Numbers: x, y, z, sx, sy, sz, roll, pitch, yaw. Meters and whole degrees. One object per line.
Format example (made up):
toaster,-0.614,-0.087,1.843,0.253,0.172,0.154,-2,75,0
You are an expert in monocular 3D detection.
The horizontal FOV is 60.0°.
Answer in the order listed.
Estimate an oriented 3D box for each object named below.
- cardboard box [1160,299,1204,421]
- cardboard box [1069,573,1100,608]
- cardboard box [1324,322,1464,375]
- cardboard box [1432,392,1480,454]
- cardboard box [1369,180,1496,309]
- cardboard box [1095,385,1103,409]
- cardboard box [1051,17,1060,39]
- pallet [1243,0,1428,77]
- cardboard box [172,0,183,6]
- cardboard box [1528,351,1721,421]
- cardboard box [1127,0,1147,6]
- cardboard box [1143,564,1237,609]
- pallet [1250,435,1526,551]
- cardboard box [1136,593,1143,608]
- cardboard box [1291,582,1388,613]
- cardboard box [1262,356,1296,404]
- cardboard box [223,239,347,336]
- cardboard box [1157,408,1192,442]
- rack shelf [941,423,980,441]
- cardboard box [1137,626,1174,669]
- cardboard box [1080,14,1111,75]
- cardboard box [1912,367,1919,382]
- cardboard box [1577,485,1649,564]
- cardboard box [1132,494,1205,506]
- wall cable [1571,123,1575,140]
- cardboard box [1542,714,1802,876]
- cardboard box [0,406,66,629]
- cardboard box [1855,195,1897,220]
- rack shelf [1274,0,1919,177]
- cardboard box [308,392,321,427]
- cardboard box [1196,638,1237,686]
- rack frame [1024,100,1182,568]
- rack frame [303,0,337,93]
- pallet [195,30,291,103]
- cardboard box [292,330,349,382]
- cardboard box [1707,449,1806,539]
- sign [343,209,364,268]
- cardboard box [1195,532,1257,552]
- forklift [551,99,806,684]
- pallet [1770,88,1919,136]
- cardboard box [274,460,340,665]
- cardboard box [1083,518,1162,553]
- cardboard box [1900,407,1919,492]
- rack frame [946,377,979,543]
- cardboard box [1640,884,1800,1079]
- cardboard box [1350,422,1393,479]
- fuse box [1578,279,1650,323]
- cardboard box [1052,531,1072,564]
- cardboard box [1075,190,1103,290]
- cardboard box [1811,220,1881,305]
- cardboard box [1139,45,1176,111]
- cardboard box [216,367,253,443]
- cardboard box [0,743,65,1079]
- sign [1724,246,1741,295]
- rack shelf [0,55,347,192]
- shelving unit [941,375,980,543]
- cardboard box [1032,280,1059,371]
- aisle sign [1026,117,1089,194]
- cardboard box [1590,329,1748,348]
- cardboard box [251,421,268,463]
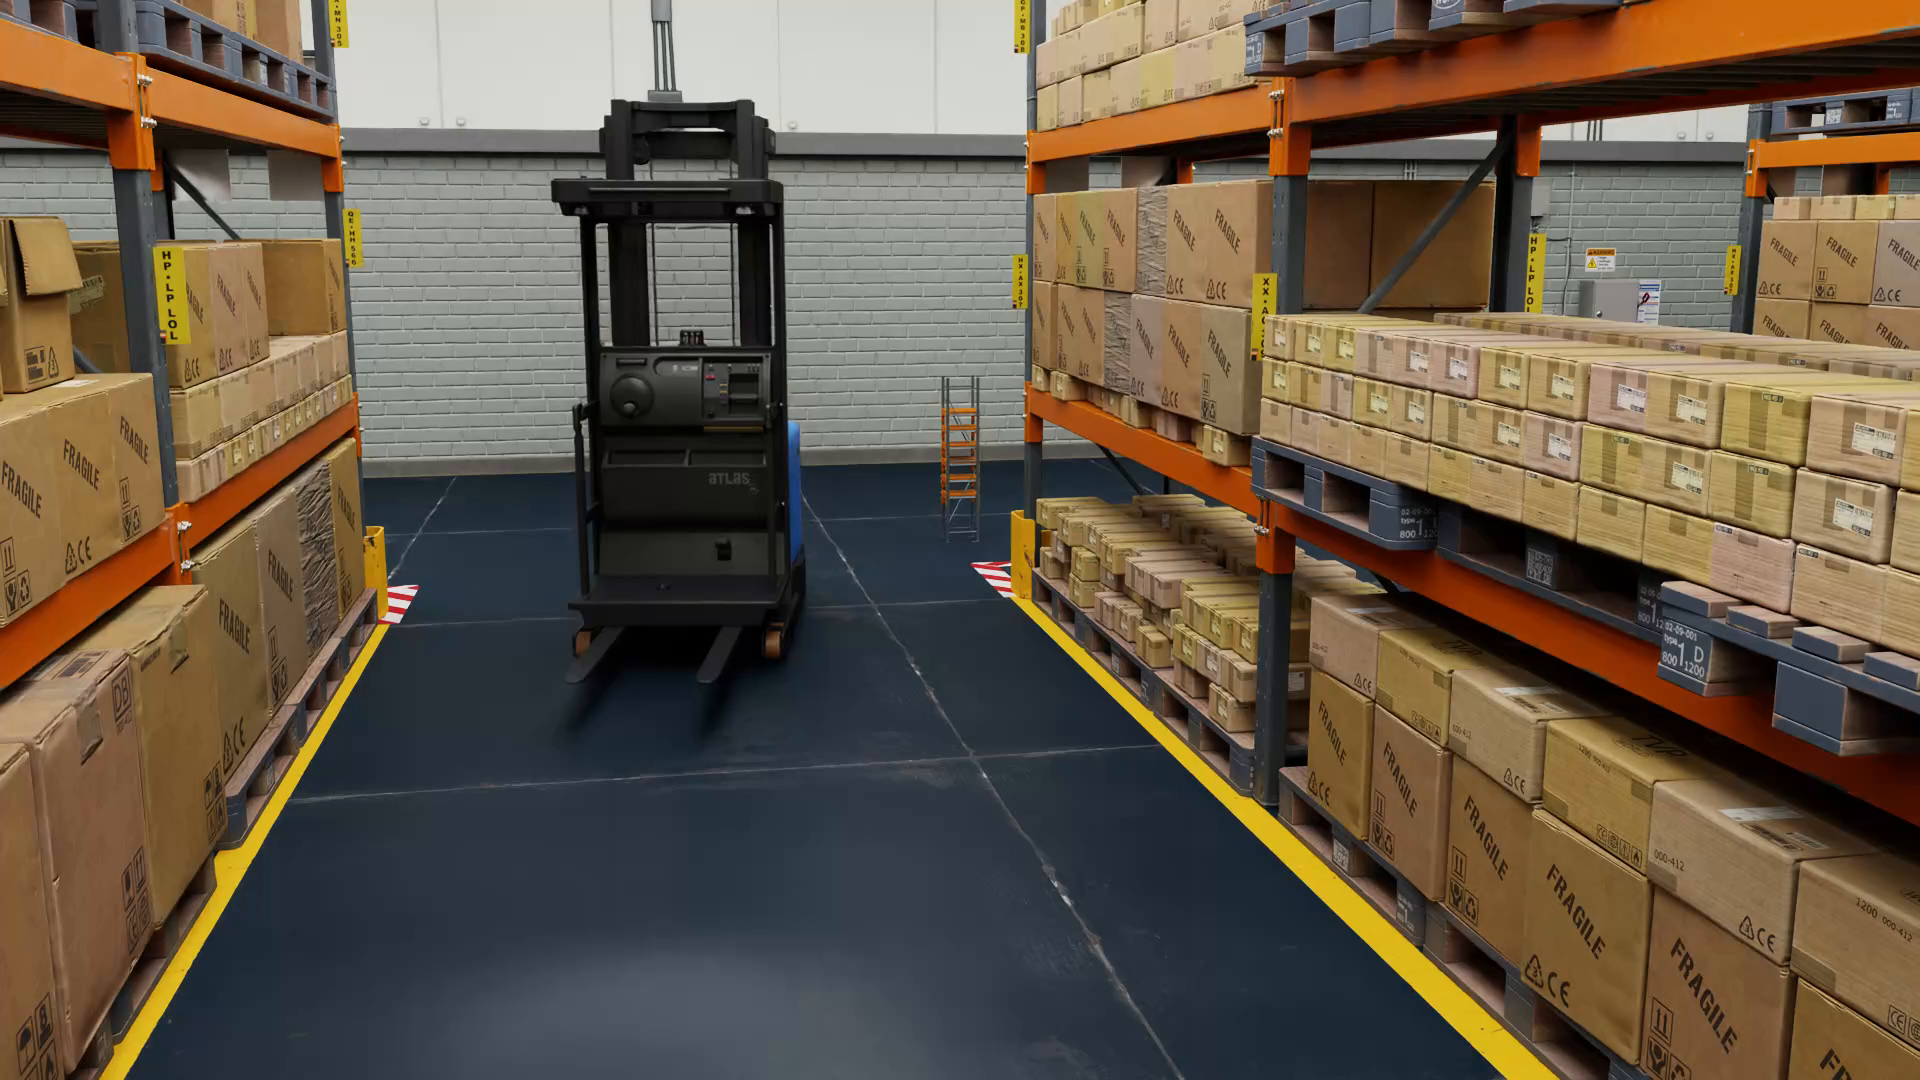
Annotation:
cardboard box,1.210,-0.806,7.346,0.500,0.500,0.500,-2,11,-13
cardboard box,0.820,0.272,9.244,0.380,0.149,0.250,-2,11,-10
cardboard box,1.414,-0.625,5.417,0.380,0.149,0.250,-2,11,-11
cardboard box,1.567,-0.337,4.696,0.380,0.149,0.250,-2,11,-12
cardboard box,1.833,-1.215,6.821,0.500,0.500,0.500,-2,11,-10
cardboard box,0.948,-0.786,8.977,0.380,0.149,0.250,-2,11,-12
cardboard box,0.743,-2.944,9.619,0.380,0.149,0.250,-2,11,-11
pallet,1.697,-1.701,5.592,1.213,0.211,1.003,-2,11,-11
cardboard box,-3.515,-2.293,6.543,0.700,0.500,0.500,-2,11,-8
cardboard box,1.665,-0.389,4.176,0.380,0.149,0.250,-2,11,-8
cardboard box,1.006,-2.608,7.851,0.380,0.149,0.250,-2,11,-12
cardboard box,1.096,0.222,7.921,0.380,0.149,0.250,-3,11,-14
pallet,1.687,-0.197,5.724,1.003,0.211,1.213,-2,11,-11
cardboard box,1.110,0.271,8.456,0.380,0.149,0.250,-2,11,-8
cardboard box,1.725,0.297,7.525,0.380,0.149,0.250,-2,11,-12
cardboard box,1.307,-0.577,5.959,0.380,0.149,0.250,-2,11,-10
cardboard box,-3.629,-1.370,8.971,0.500,0.500,0.500,-2,11,-10
cardboard box,1.138,-0.549,7.730,0.380,0.149,0.250,-3,11,-13
rack shelf,0.003,-0.779,12.034,0.258,0.103,0.180,-2,11,-11
cardboard box,1.069,0.508,8.008,0.380,0.149,0.250,-2,11,-11
cardboard box,0.923,-2.537,8.547,0.500,0.250,0.500,-2,11,-10
cardboard box,2.410,-0.313,3.778,0.380,0.149,0.250,-3,11,-13
cardboard box,1.717,-0.048,3.975,0.380,0.149,0.250,-3,11,-14
cardboard box,1.255,-0.181,10.035,0.380,0.149,0.250,-2,11,-10
wall cable,5.095,-5.376,16.376,2.355,3.000,0.029,-2,11,-11
cardboard box,1.877,0.648,4.327,0.500,0.250,0.500,-2,11,-10
cardboard box,-2.647,-0.062,4.232,0.500,0.500,0.500,-2,11,-12
cardboard box,5.664,-2.008,10.048,0.380,0.149,0.250,-2,11,-13
rack shelf,2.070,-1.190,4.330,1.077,0.370,4.000,-2,11,-11
cardboard box,-3.389,-0.645,8.234,0.380,0.149,0.250,-2,11,-12
cardboard box,1.243,0.516,7.171,0.380,0.149,0.250,-3,11,-14
rack frame,0.903,-1.171,10.325,1.000,3.000,0.127,-2,11,-11
rack frame,-3.982,-3.956,8.914,1.000,3.000,0.127,-2,11,-11
pallet,-3.586,-2.079,7.312,1.003,0.211,1.213,-2,11,-11
cardboard box,-3.627,-1.002,9.045,0.500,0.250,0.500,-2,11,-12
cardboard box,1.809,-0.104,3.471,0.380,0.149,0.250,-2,11,-10
sign,-3.447,-1.711,9.434,0.100,0.325,0.005,-2,11,-11
cardboard box,1.460,0.060,8.771,0.380,0.149,0.250,-3,11,-13
forklift,-1.488,-0.854,8.843,1.130,2.935,3.031,0,11,-1
pallet,5.894,-2.664,10.383,1.003,0.211,1.213,-2,11,-11
cardboard box,-3.602,0.110,8.156,0.875,0.875,0.875,-2,11,-11
cardboard box,0.896,-0.021,9.194,0.380,0.149,0.250,-3,11,-14
cardboard box,1.914,-0.152,2.929,0.380,0.149,0.250,-3,11,-13
rack frame,0.021,-0.570,11.982,0.240,1.200,0.006,-2,11,-11
cardboard box,1.978,1.112,3.896,0.500,0.500,0.500,-2,11,-9
cardboard box,1.459,-0.288,5.237,0.380,0.149,0.250,-2,11,-10
fuse box,6.709,-1.819,17.178,0.539,1.711,0.414,-2,11,-11
cardboard box,0.751,0.035,9.696,0.380,0.149,0.250,-2,11,-11
cardboard box,0.914,-1.577,8.720,0.500,0.500,0.500,-2,11,-12
cardboard box,5.661,-1.717,10.252,0.500,0.500,0.500,-2,11,-13
cardboard box,1.136,-2.102,7.598,0.500,0.250,0.500,-2,11,-12
cardboard box,-3.130,-0.535,6.589,0.500,0.250,0.500,-2,11,-11
cardboard box,-2.705,1.005,3.455,1.225,0.875,0.875,-2,11,-11
sign,5.194,-1.814,11.179,0.100,0.325,0.005,-2,11,-11
rack shelf,-3.593,-1.762,7.334,1.077,0.370,4.000,-2,11,-11
shelving unit,0.003,-0.587,12.070,0.258,1.200,0.189,-2,11,-11
cardboard box,0.720,-1.274,9.802,0.500,0.500,0.500,-2,11,-8
aisle sign,0.595,-2.450,10.095,0.394,0.787,0.004,-2,11,-11
cardboard box,2.148,-0.556,5.051,0.380,0.149,0.250,-2,11,-13
cardboard box,-3.141,-0.410,6.999,0.380,0.149,0.250,-2,11,-12
